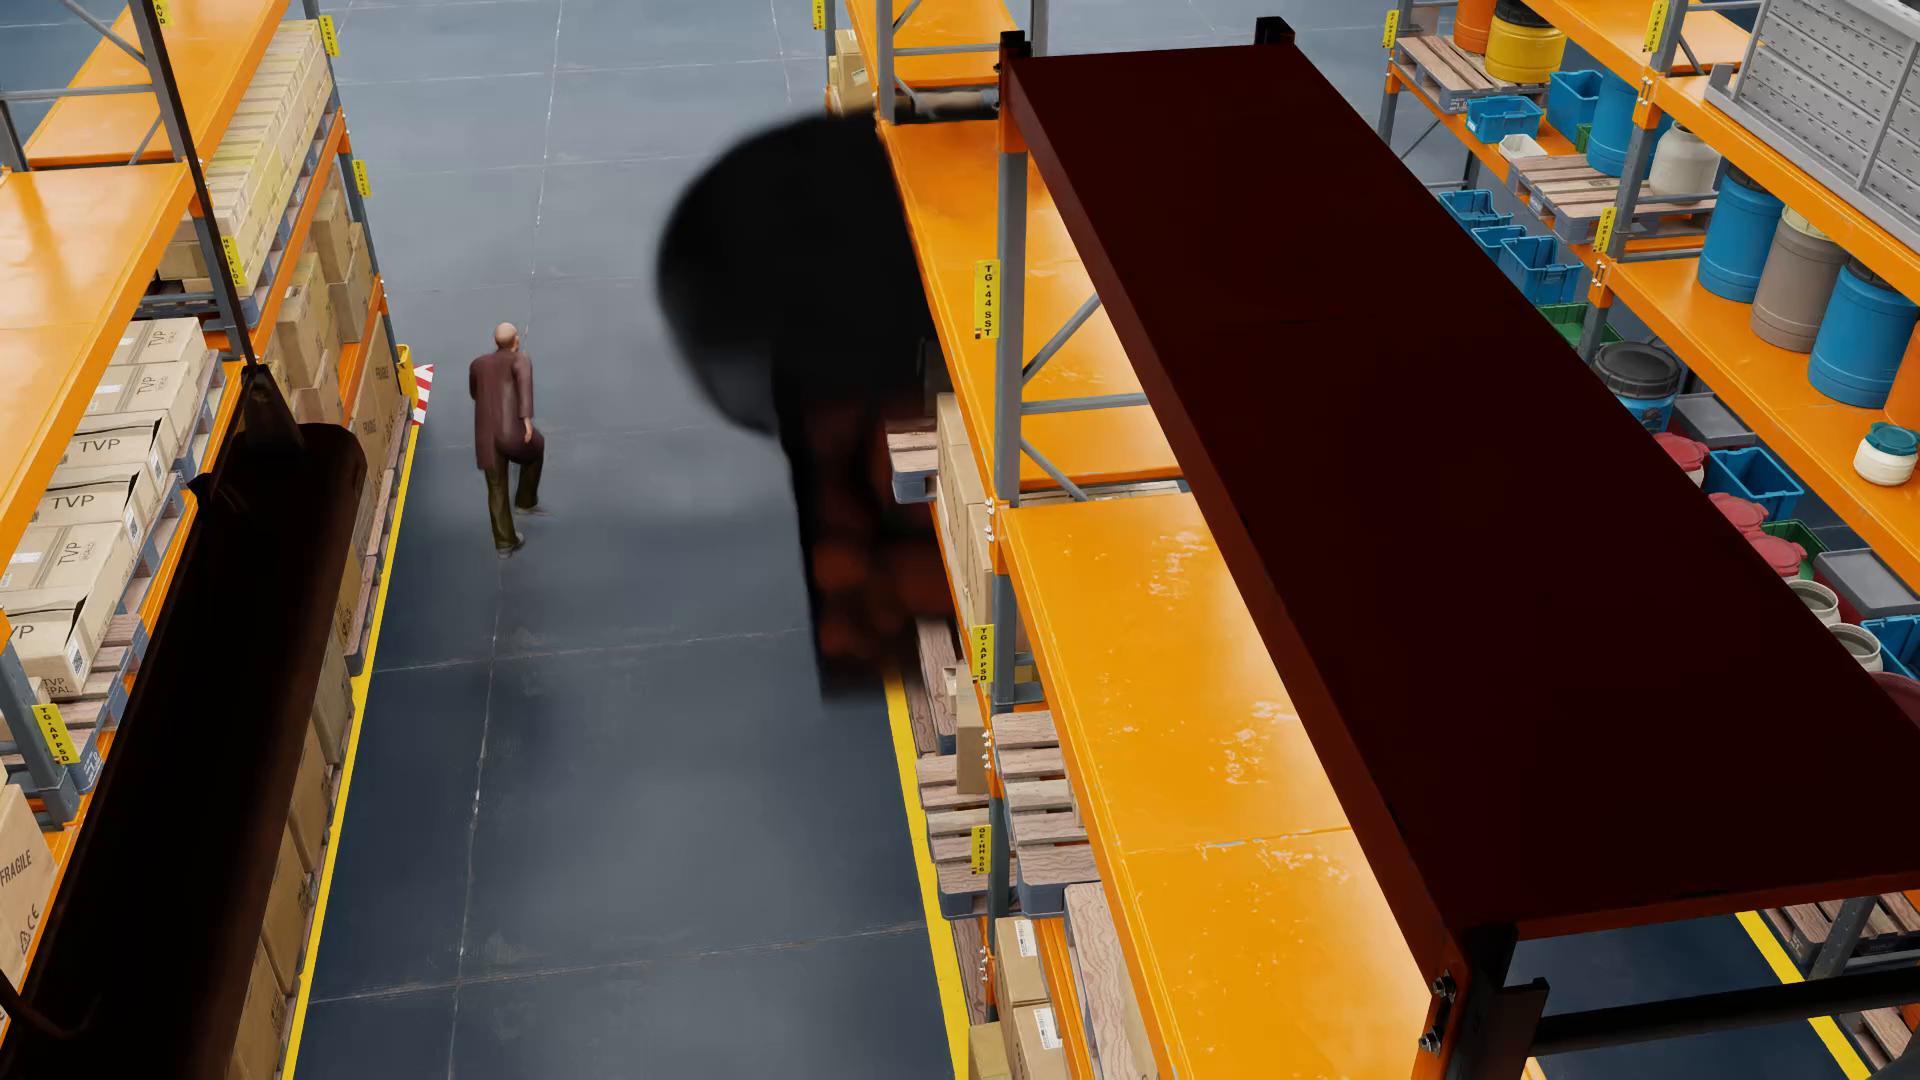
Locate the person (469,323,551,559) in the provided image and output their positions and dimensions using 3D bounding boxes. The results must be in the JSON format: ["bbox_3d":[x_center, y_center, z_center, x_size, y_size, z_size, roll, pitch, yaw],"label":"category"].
[{"bbox_3d":[-3.472,-0.685,12.774,0.692,1.530,1.215,5,37,7],"label":"person"}]
